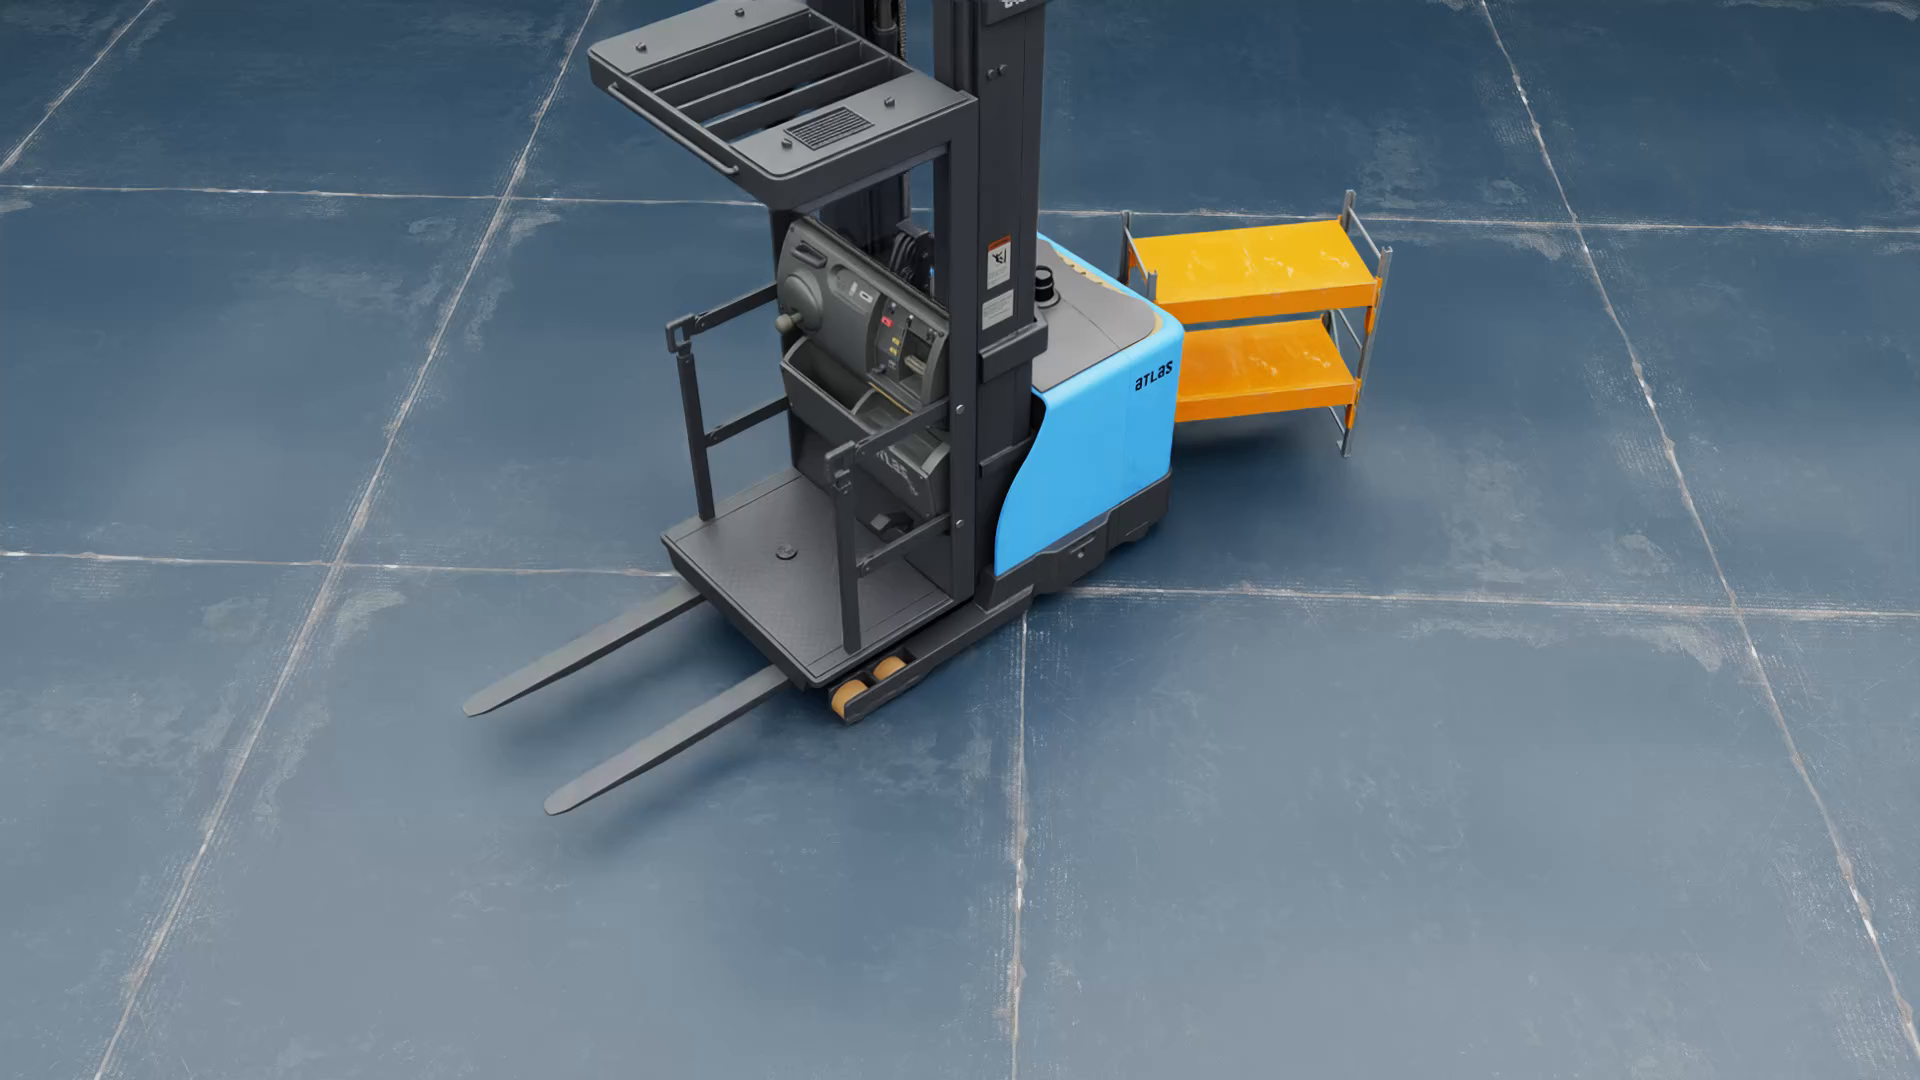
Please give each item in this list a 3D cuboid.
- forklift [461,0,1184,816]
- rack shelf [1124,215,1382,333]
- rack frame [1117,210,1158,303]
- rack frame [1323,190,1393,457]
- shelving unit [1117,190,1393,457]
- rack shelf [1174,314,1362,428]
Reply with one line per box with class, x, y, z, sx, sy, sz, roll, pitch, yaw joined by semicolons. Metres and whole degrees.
forklift;-0.528;-0.763;6.005;3.031;2.935;1.130;-30;51;-28
rack shelf;1.262;-1.124;7.287;1.000;0.278;0.538;-7;43;-7
rack frame;0.760;-0.852;7.425;0.032;1.125;0.500;-7;43;-7
rack frame;1.763;-0.968;7.549;0.032;1.125;0.500;-7;43;-7
shelving unit;1.262;-0.910;7.487;1.048;1.125;0.538;-7;43;-7
rack shelf;1.262;-0.731;7.654;1.000;0.278;0.538;-7;43;-7
